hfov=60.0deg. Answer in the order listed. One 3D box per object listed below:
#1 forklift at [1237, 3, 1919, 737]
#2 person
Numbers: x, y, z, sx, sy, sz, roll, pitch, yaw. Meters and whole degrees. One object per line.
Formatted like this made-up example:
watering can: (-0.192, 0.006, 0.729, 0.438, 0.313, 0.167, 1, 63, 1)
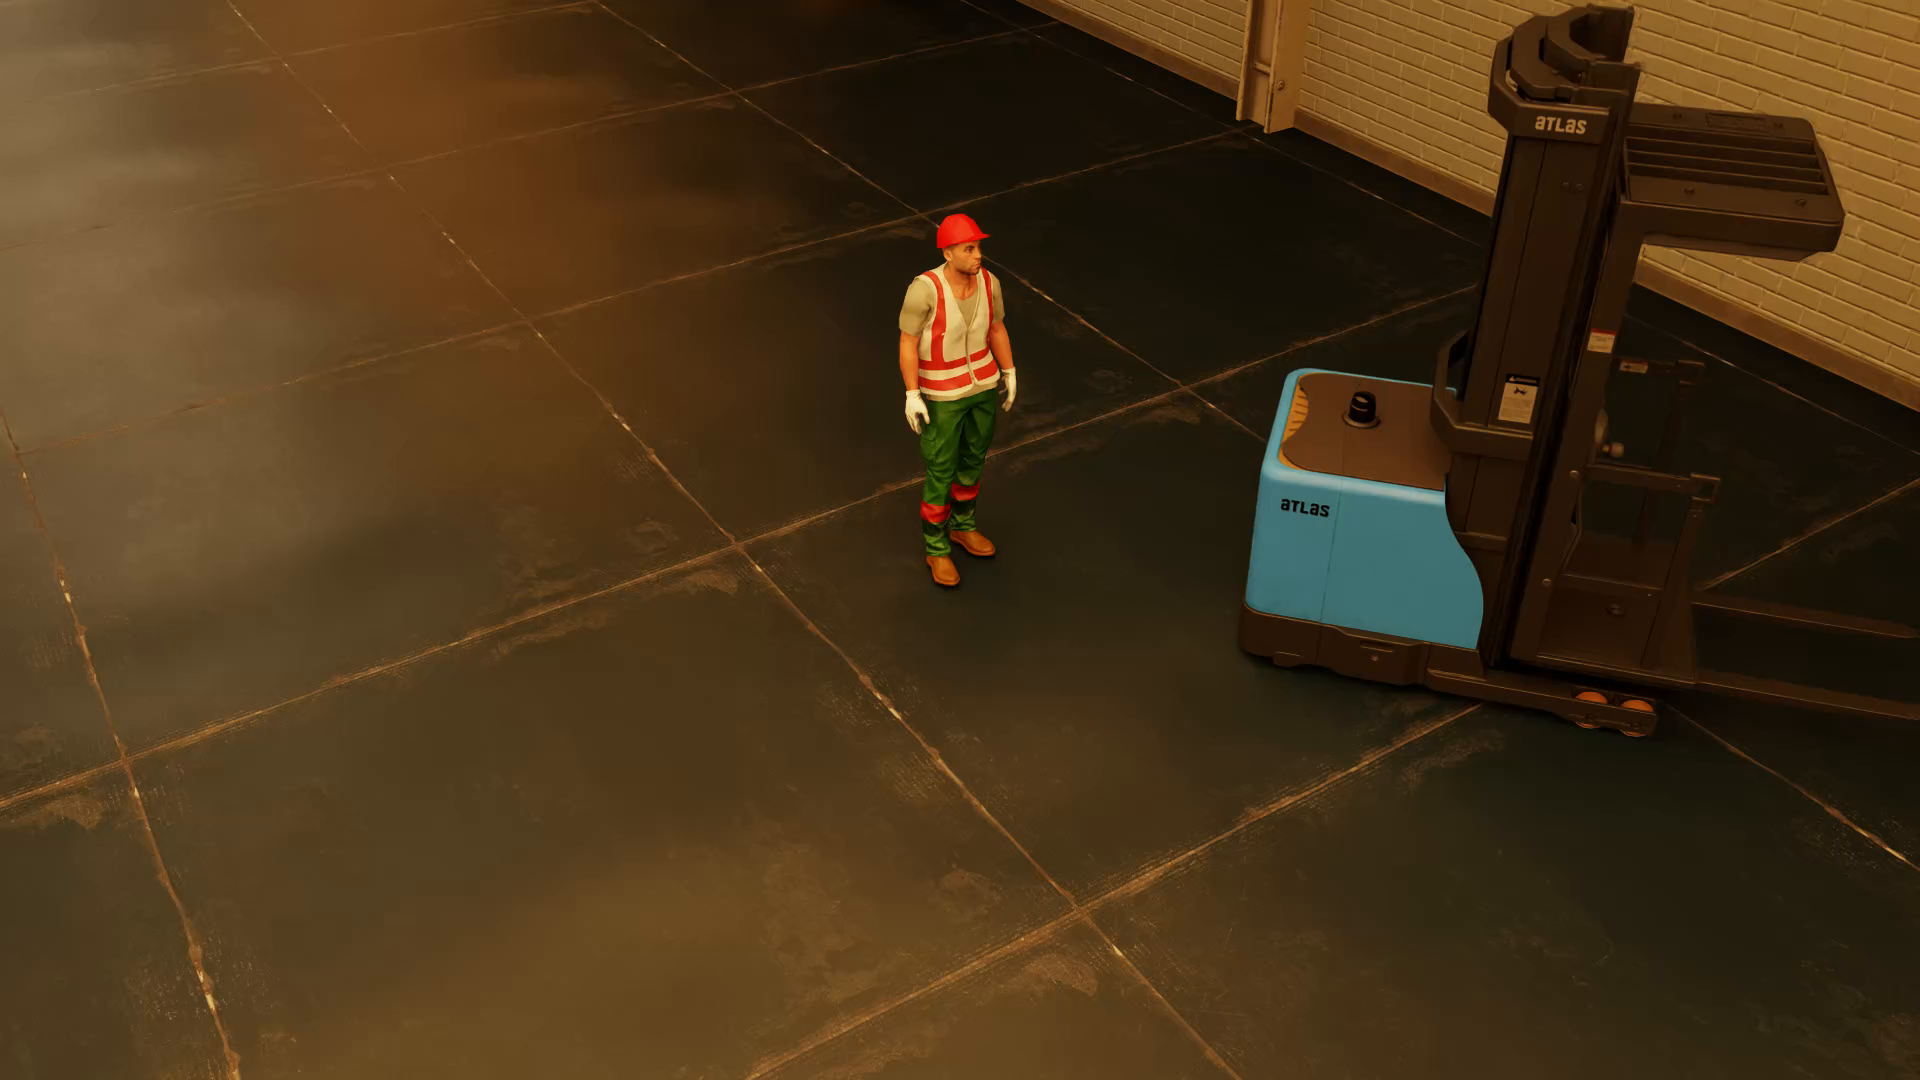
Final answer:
forklift: (2.892, -0.660, 7.087, 3.031, 2.935, 1.130, 10, 36, 13)
person: (0.035, -0.695, 8.119, 0.638, 1.789, 0.562, -21, 40, -27)
